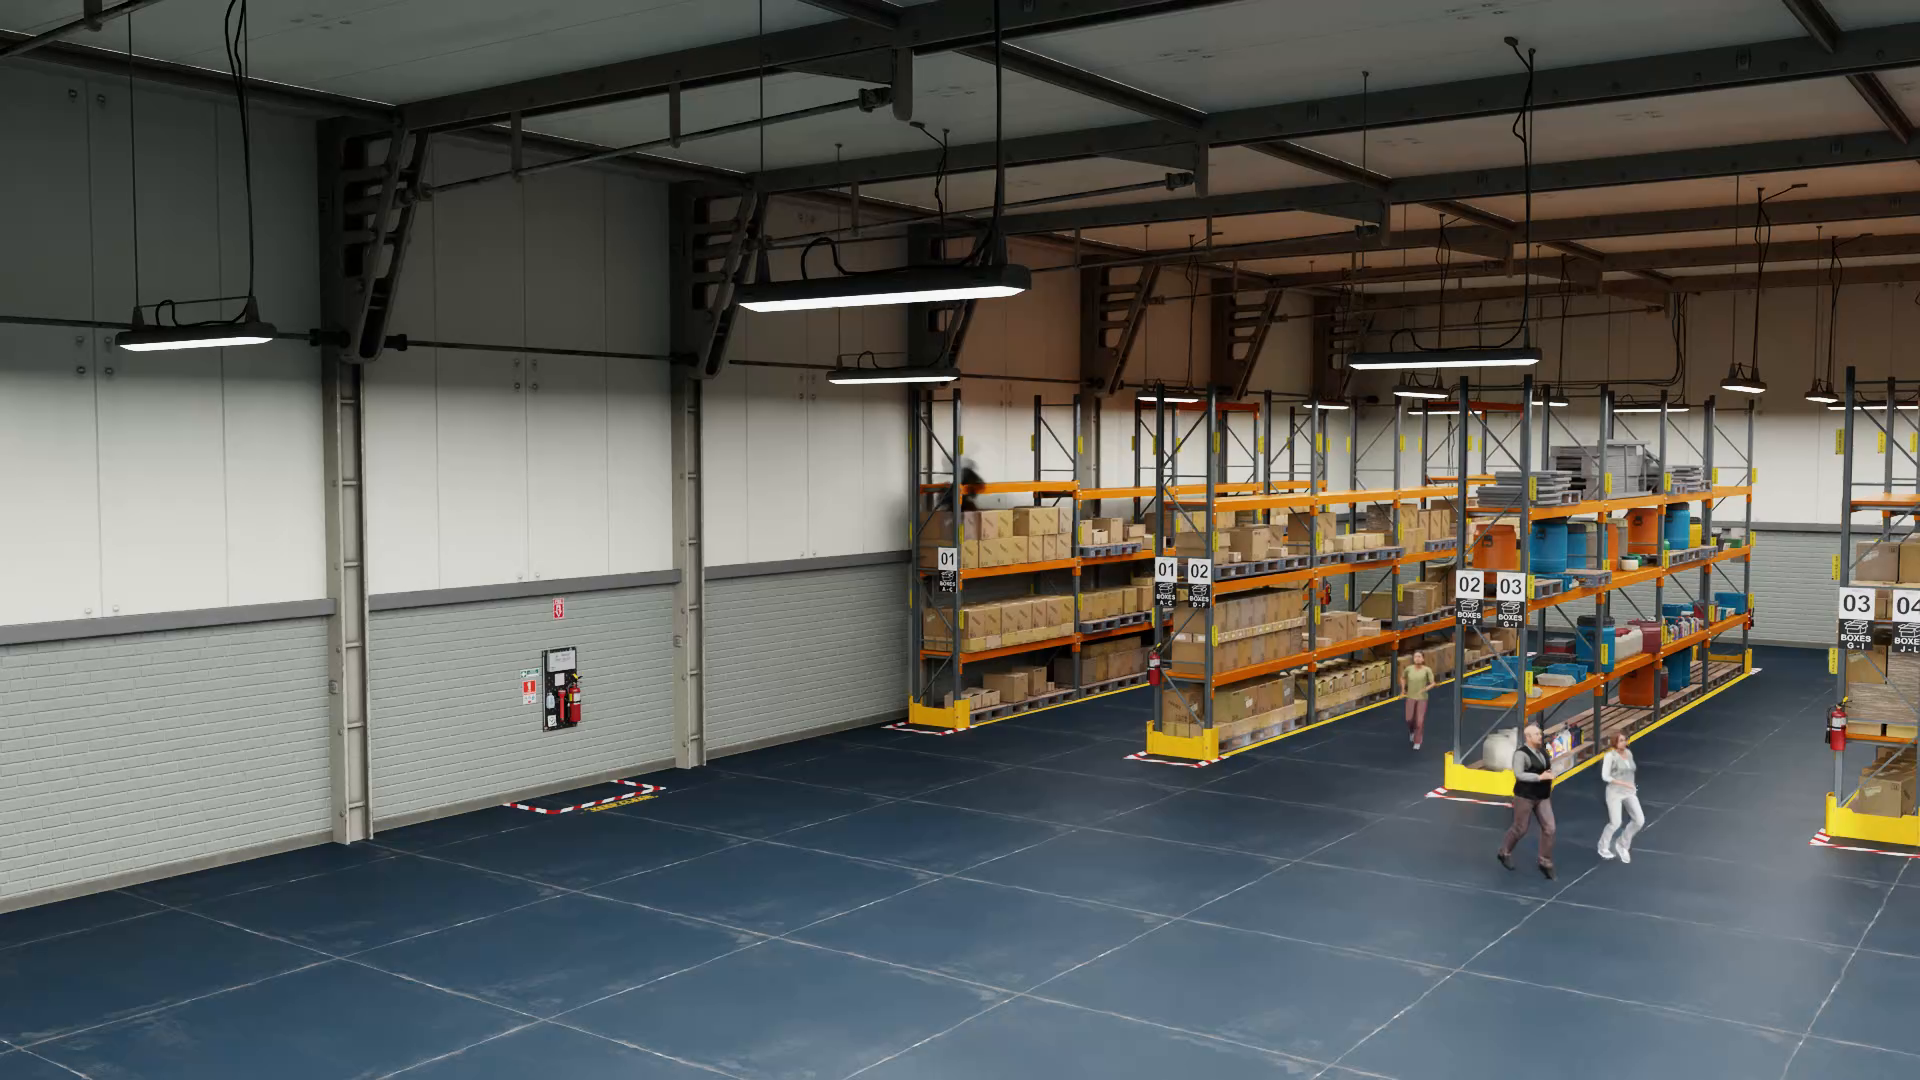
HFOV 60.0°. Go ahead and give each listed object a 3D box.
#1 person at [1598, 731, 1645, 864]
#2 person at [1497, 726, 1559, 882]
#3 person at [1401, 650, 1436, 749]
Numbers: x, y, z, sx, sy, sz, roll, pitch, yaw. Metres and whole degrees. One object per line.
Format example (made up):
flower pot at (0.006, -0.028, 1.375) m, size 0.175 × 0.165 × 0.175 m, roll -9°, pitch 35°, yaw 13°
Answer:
person at (7.908, 3.074, 19.911) m, size 0.539 × 1.583 × 0.629 m, roll -1°, pitch 3°, yaw -17°
person at (6.609, 3.040, 19.294) m, size 0.645 × 1.795 × 0.808 m, roll -2°, pitch 4°, yaw -29°
person at (7.525, 2.627, 27.393) m, size 0.581 × 1.630 × 0.540 m, roll 1°, pitch 4°, yaw 23°
